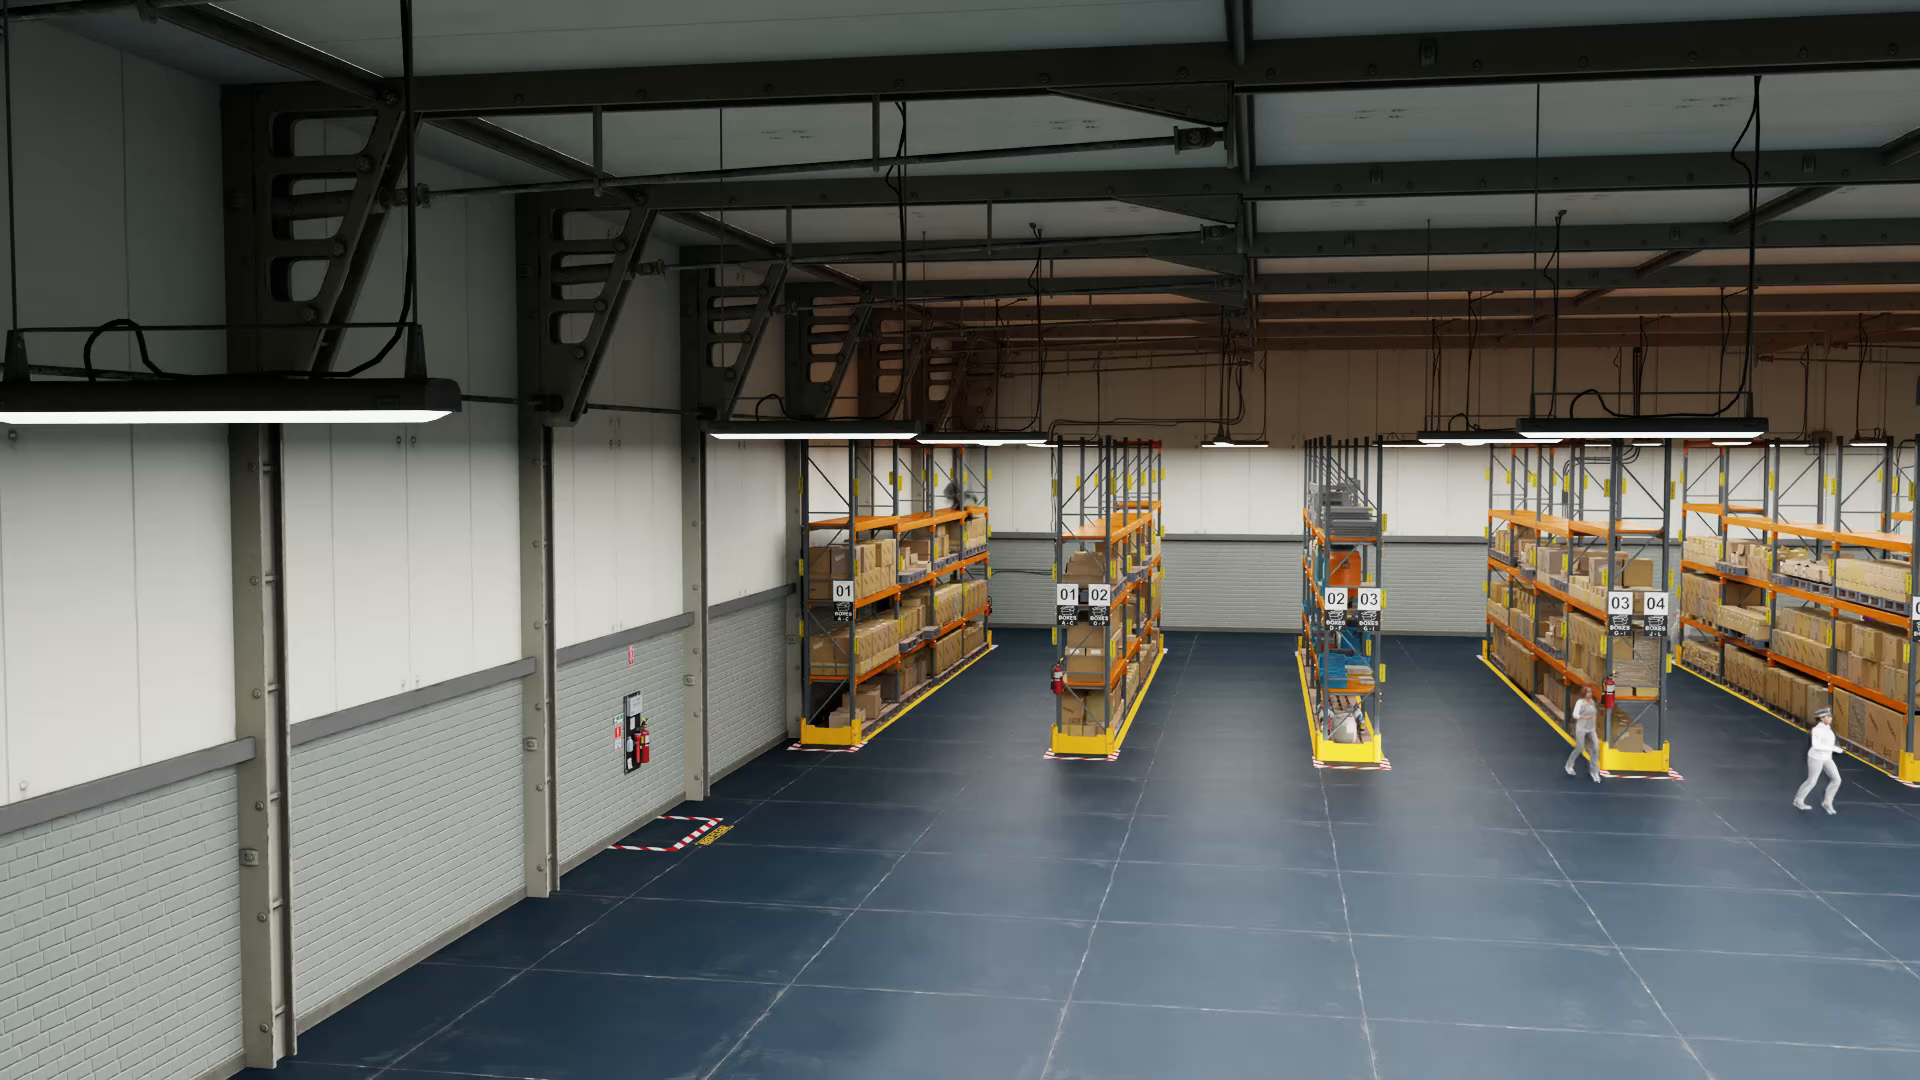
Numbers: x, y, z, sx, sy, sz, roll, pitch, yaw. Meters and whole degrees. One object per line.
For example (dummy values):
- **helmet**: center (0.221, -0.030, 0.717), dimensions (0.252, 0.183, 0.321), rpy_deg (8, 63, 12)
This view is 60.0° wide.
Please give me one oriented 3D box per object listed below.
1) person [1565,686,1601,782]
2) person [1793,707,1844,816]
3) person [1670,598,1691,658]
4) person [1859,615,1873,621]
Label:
- **person**: center (10.862, 3.350, 28.928), dimensions (0.535, 1.639, 0.710), rpy_deg (-1, 3, -21)
- **person**: center (13.511, 3.473, 26.114), dimensions (0.561, 1.728, 0.771), rpy_deg (-2, 4, -34)
- **person**: center (19.885, 2.491, 45.582), dimensions (0.803, 1.629, 0.696), rpy_deg (0, 3, -2)
- **person**: center (24.533, 2.415, 45.074), dimensions (0.662, 1.704, 0.718), rpy_deg (1, 3, 25)
